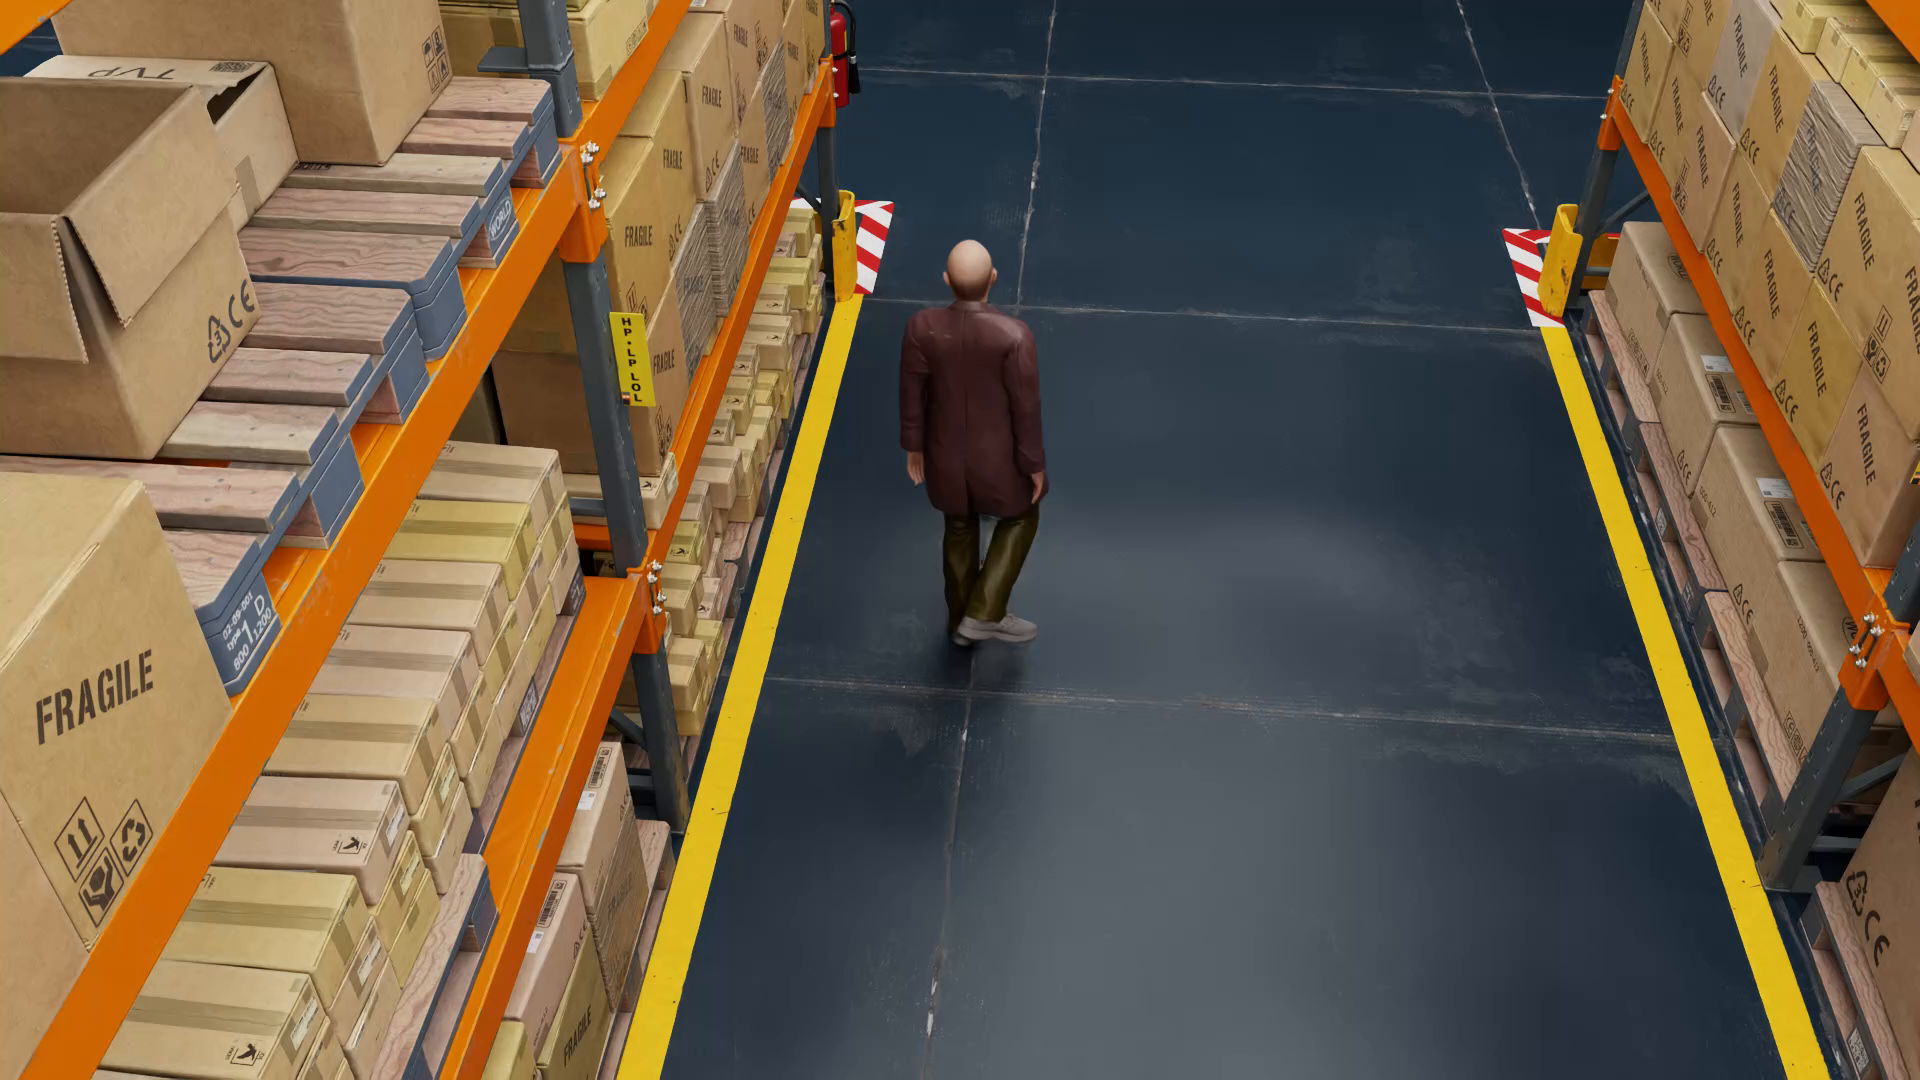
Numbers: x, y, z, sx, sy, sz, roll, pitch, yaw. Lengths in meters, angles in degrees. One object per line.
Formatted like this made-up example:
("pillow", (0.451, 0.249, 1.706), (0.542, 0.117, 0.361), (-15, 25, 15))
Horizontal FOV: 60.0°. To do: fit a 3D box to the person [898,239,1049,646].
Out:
("person", (0.046, -0.310, 6.530), (0.625, 1.771, 0.580), (12, 41, 14))
